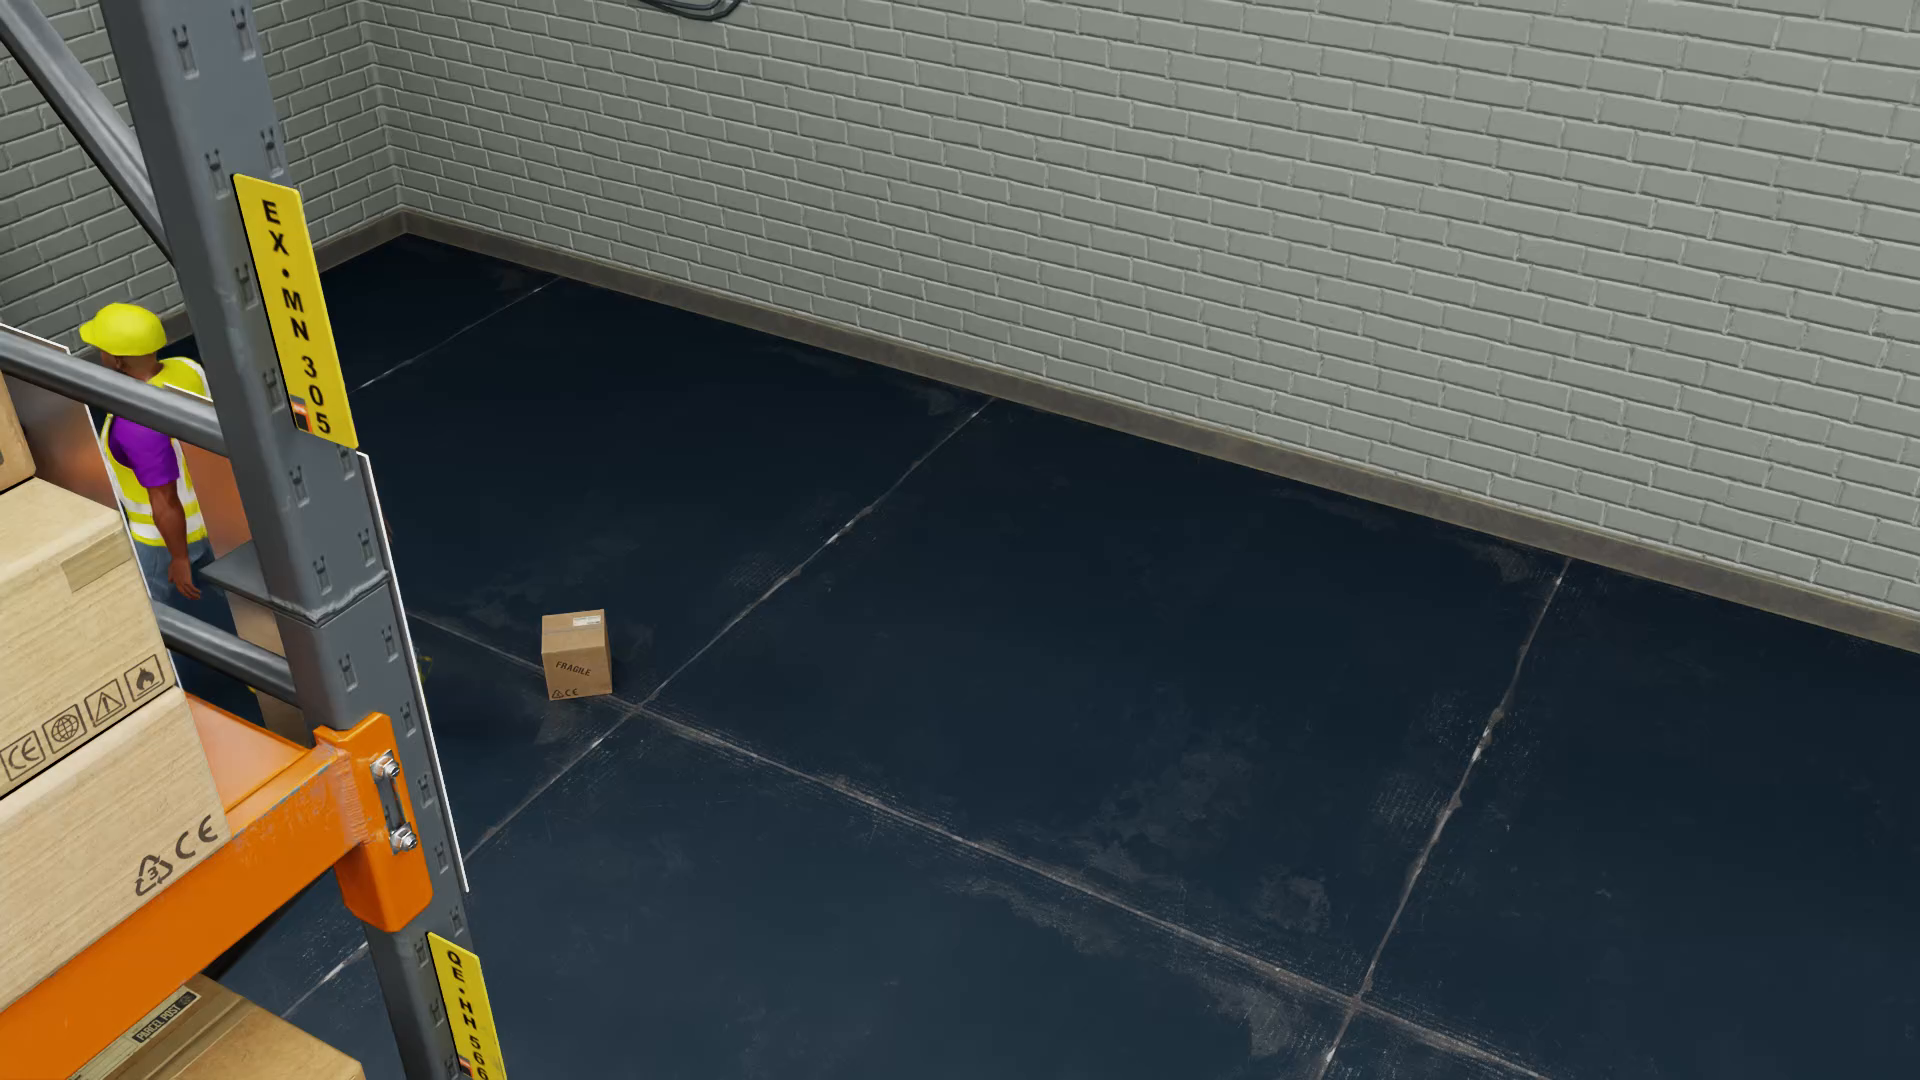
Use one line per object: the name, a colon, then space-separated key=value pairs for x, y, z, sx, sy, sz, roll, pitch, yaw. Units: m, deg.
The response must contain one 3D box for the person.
person: x=-3.017 y=-0.107 z=6.252 sx=0.918 sy=1.737 sz=0.626 roll=3 pitch=34 yaw=4
